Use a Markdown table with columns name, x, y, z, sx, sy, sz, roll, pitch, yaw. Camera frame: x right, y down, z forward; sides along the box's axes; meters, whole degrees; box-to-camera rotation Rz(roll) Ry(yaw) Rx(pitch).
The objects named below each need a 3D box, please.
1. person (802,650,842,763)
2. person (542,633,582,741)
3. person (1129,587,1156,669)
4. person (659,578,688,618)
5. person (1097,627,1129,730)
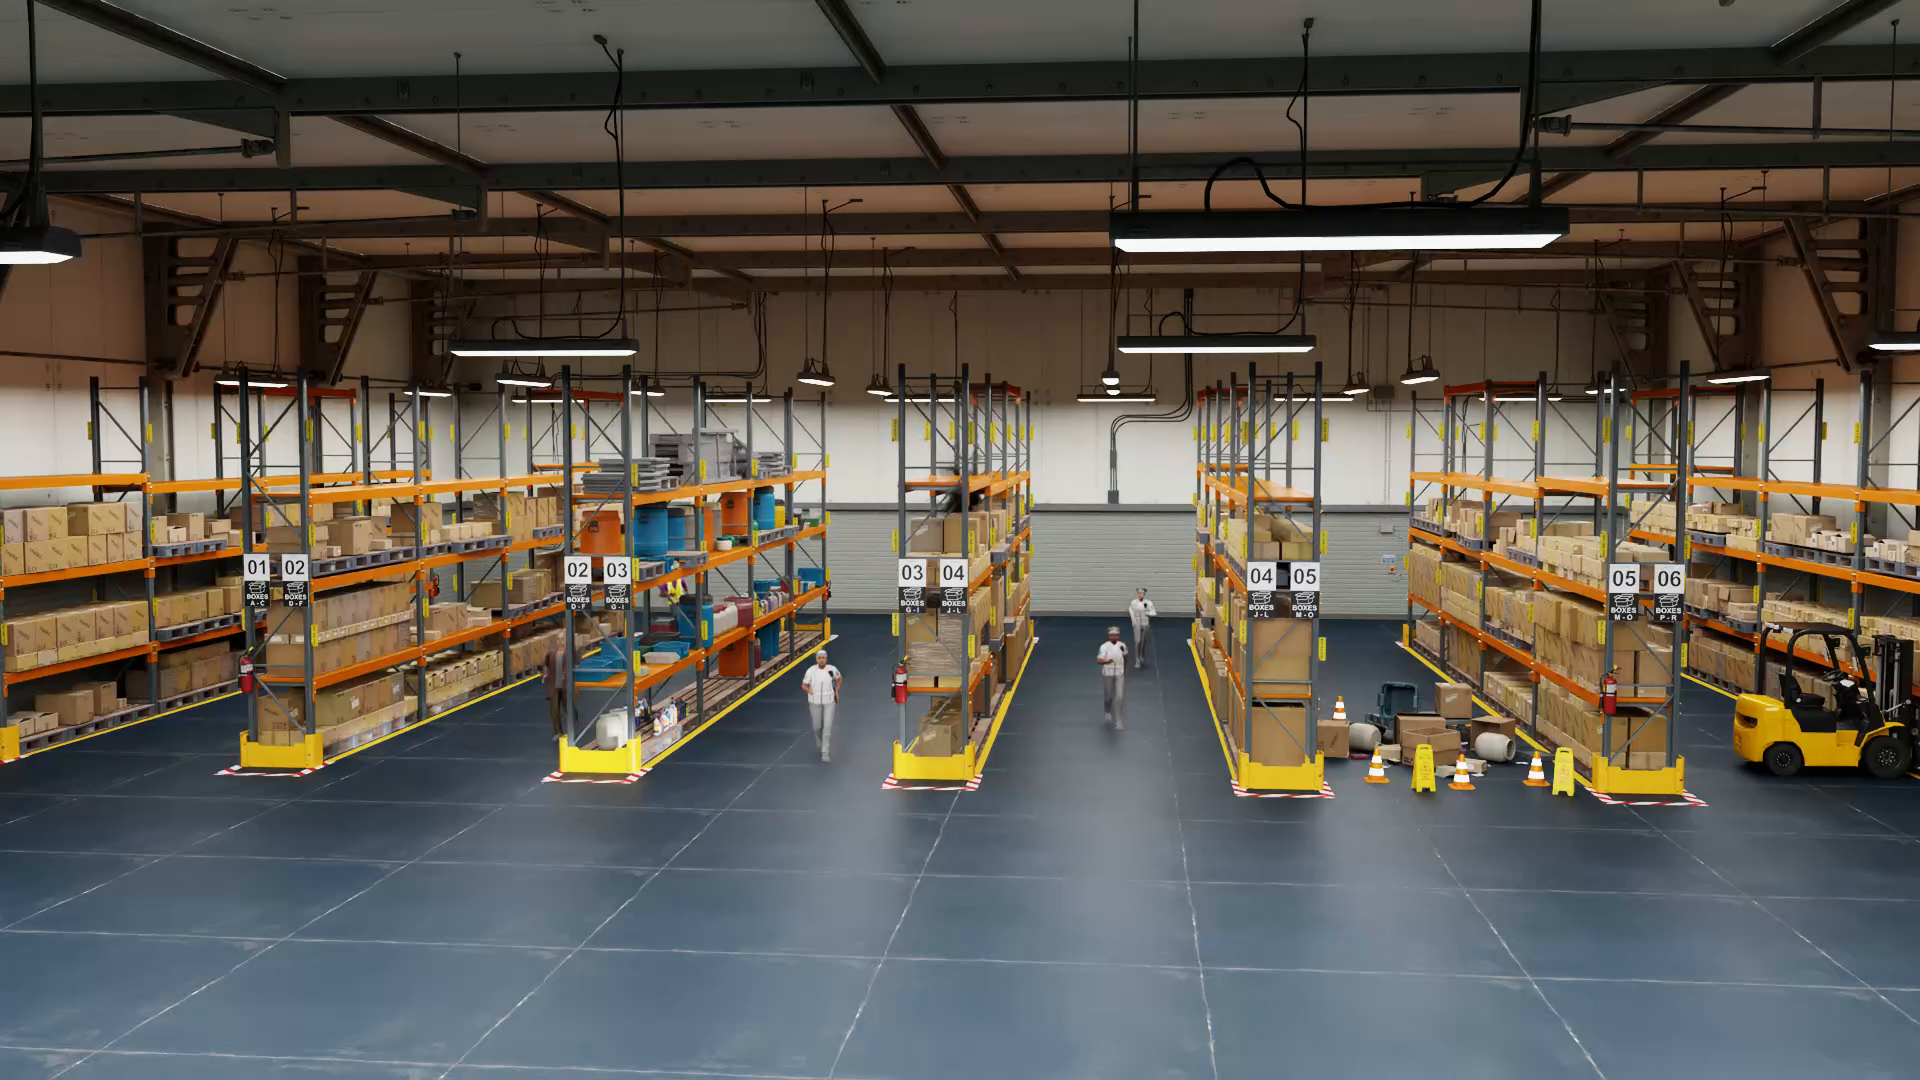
| name | x | y | z | sx | sy | sz | roll | pitch | yaw |
| --- | --- | --- | --- | --- | --- | --- | --- | --- | --- |
| person | -2.127 | 2.525 | 25.622 | 0.612 | 1.670 | 0.883 | 0 | 4 | -1 |
| person | -6.529 | 2.387 | 27.217 | 0.715 | 1.735 | 0.762 | 0 | 4 | 3 |
| person | 3.926 | 1.872 | 35.755 | 0.584 | 1.754 | 0.775 | 0 | 4 | 7 |
| person | -6.940 | 1.557 | 40.333 | 0.716 | 1.778 | 0.895 | -1 | 4 | -18 |
| person | 2.610 | 2.312 | 28.245 | 0.575 | 1.691 | 0.909 | 0 | 4 | -3 |
